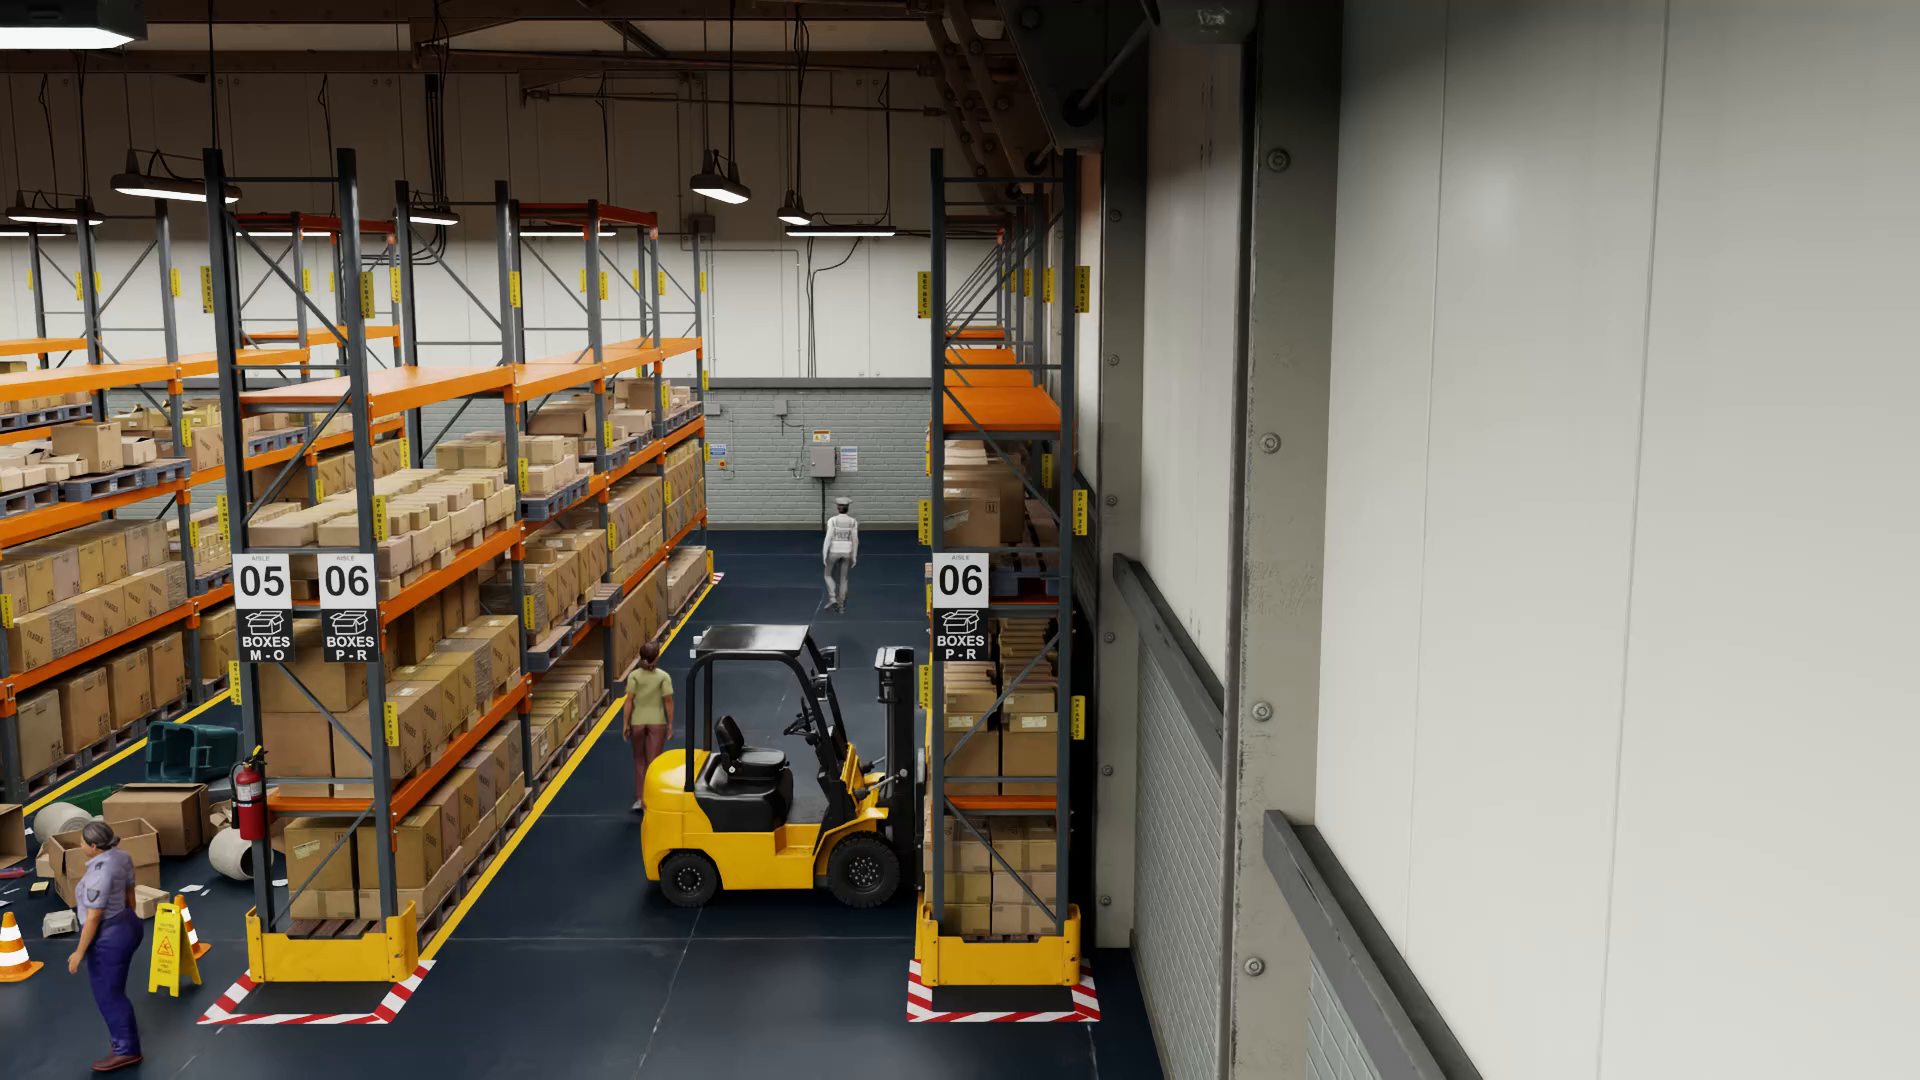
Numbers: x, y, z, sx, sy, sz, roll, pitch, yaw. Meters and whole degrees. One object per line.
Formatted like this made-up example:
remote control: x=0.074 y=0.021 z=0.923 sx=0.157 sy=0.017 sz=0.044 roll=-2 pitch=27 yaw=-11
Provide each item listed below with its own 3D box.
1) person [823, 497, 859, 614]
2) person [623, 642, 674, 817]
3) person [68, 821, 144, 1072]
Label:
person: x=-1.716 y=0.232 z=23.929 sx=0.529 sy=1.674 sz=0.431 roll=-2 pitch=9 yaw=-13
person: x=-2.983 y=1.836 z=15.969 sx=0.481 sy=1.715 sz=0.595 roll=-1 pitch=9 yaw=-4
person: x=-5.563 y=2.673 z=10.882 sx=0.382 sy=1.745 sz=0.521 roll=-1 pitch=9 yaw=-9
